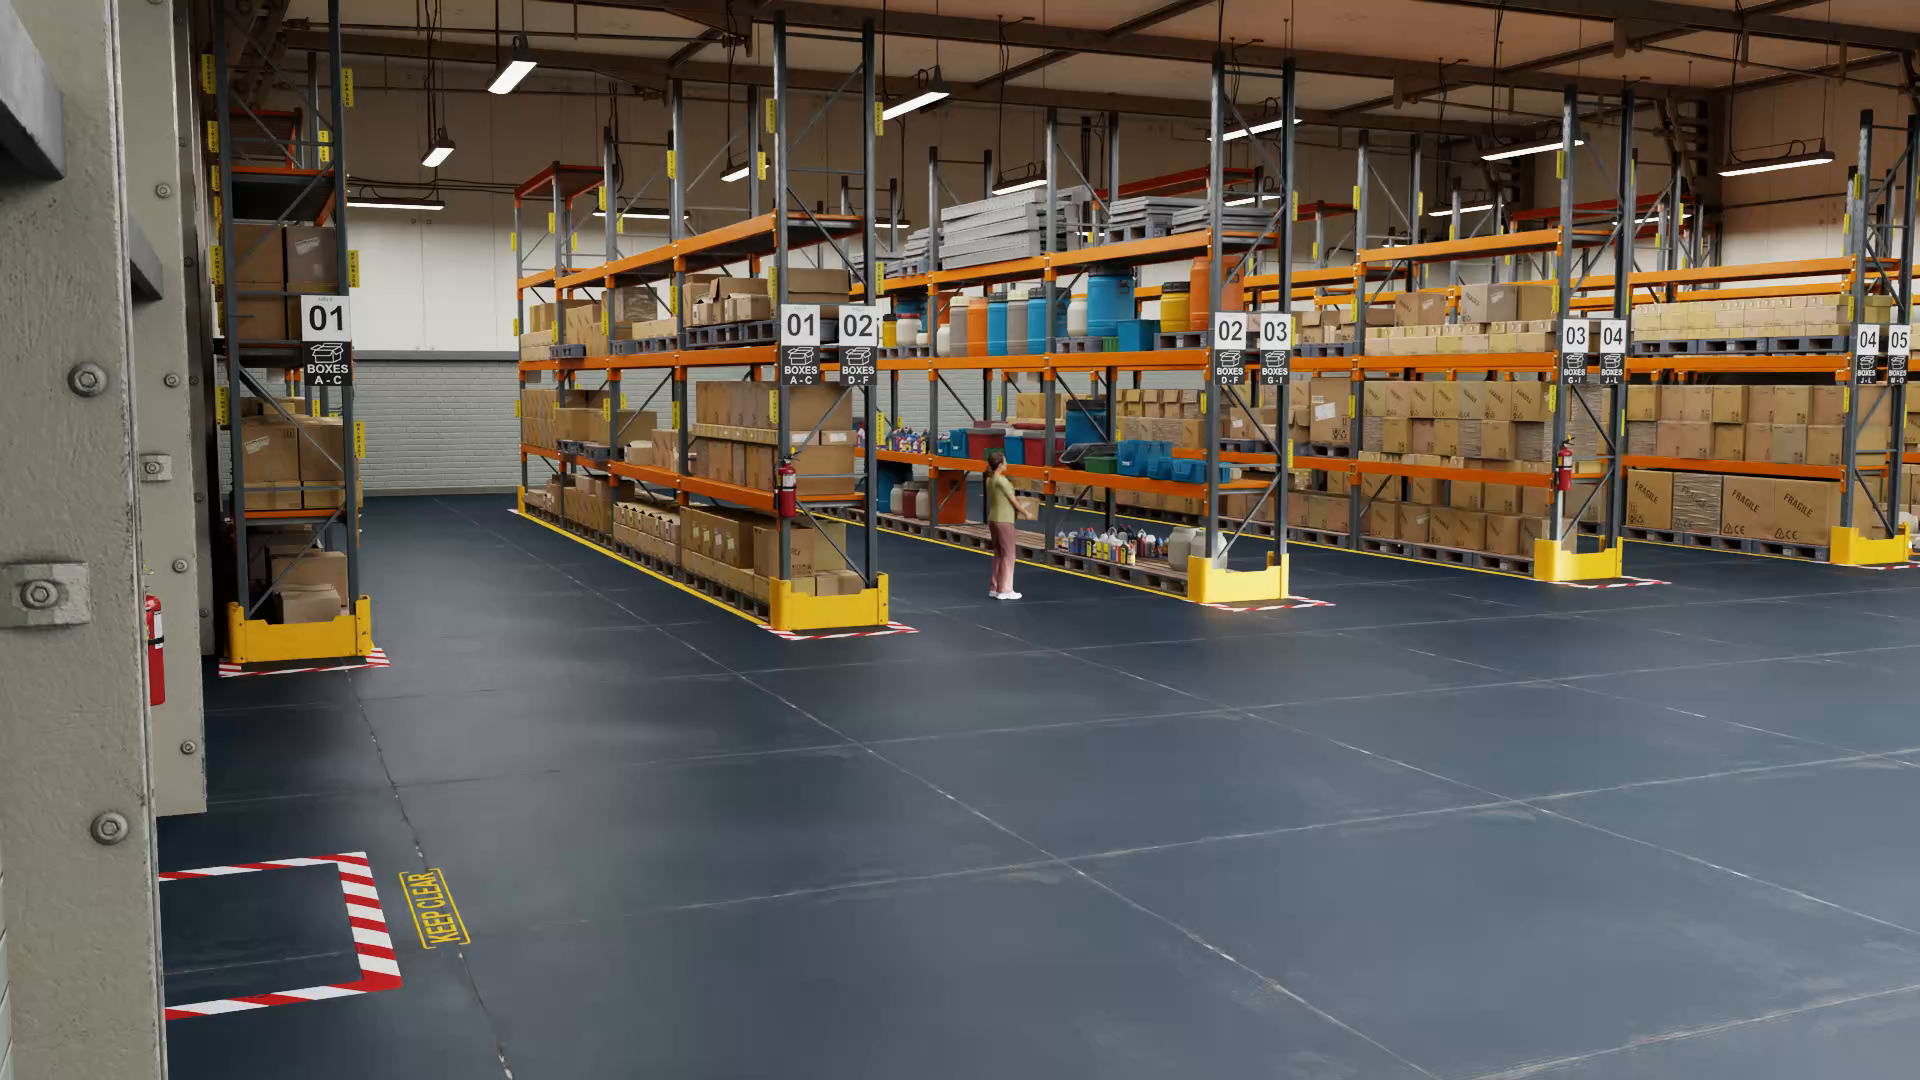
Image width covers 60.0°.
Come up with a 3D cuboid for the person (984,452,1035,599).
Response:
[{"bbox_3d":[0.537,-0.171,18.847,0.553,1.659,0.425,-2,6,-23],"label":"person"}]
